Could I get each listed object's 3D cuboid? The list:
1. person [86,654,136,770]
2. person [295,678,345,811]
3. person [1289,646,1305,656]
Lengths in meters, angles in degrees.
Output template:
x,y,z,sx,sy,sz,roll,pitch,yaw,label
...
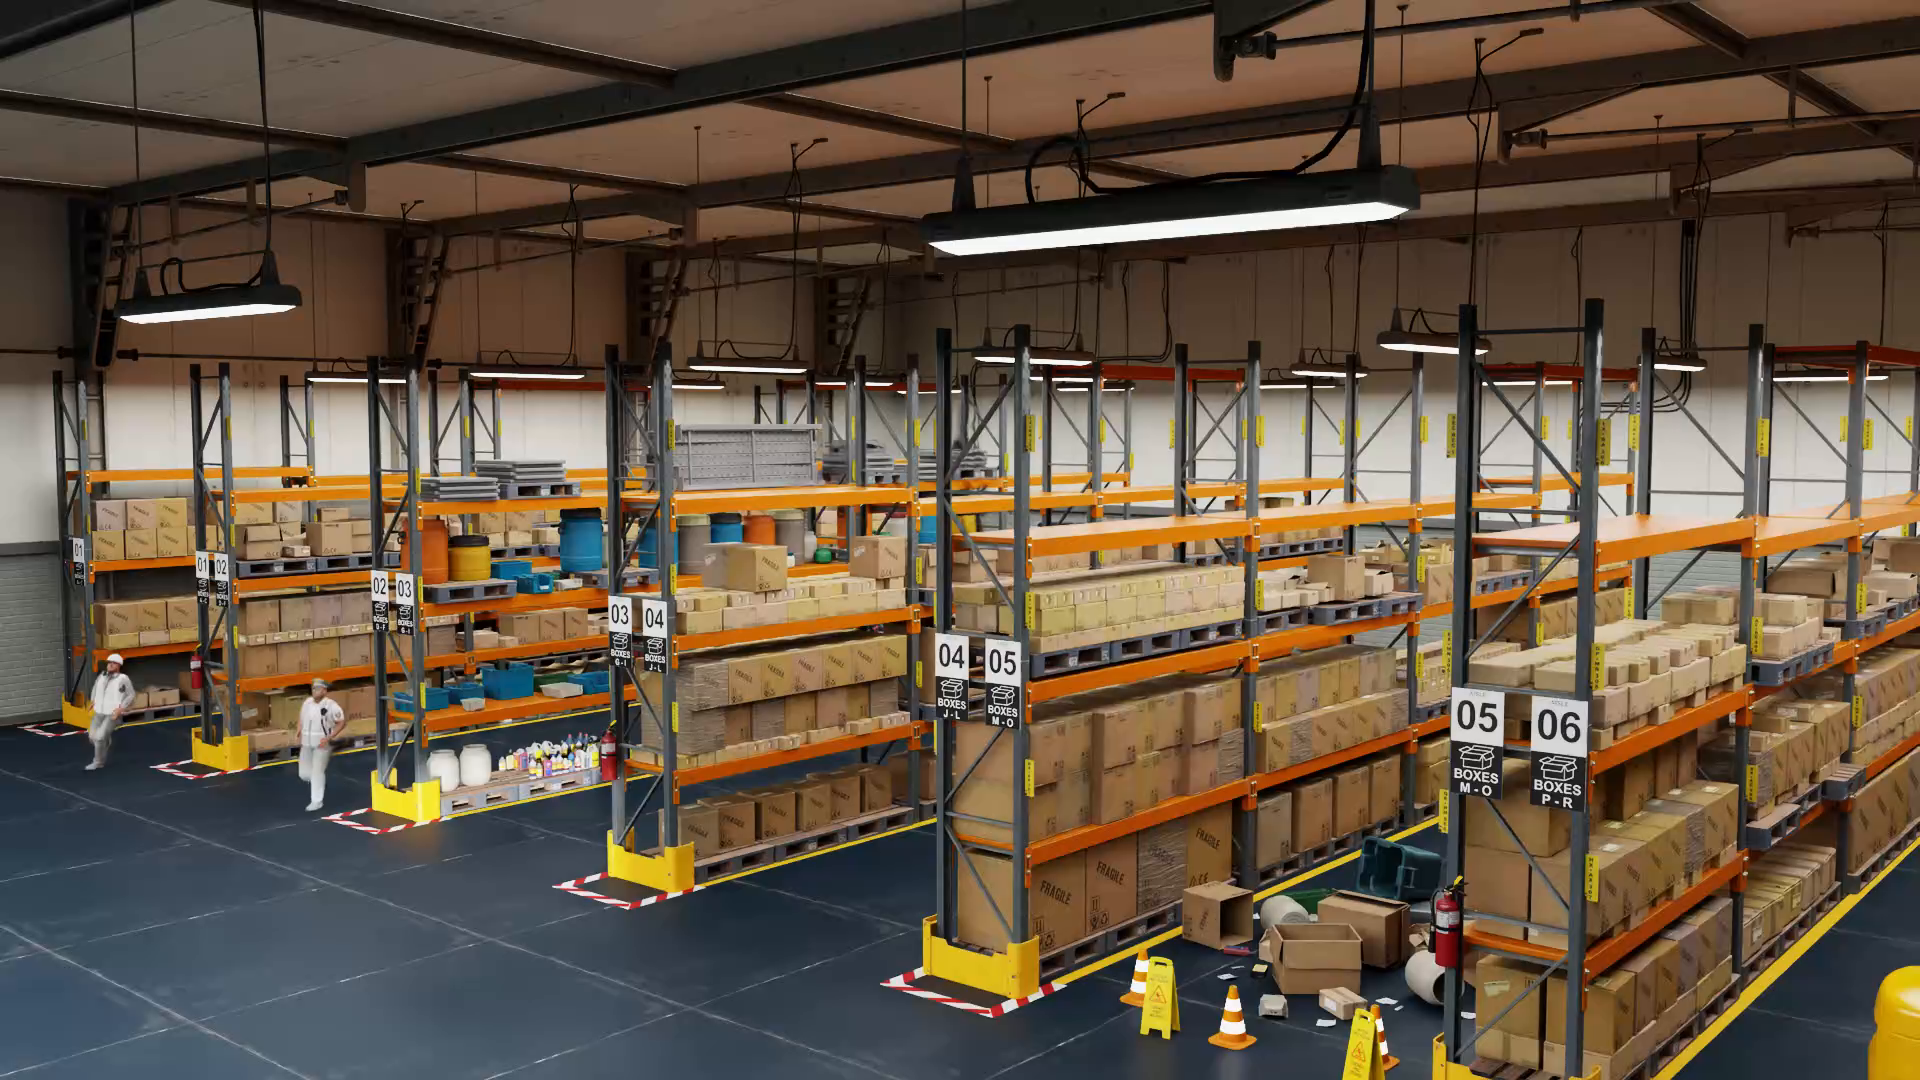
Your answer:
x,y,z,sx,sy,sz,roll,pitch,yaw,label
-12.596,2.536,24.681,0.691,1.700,0.565,0,4,5,person
-8.549,2.712,22.262,0.672,1.773,0.612,1,4,11,person
5.234,2.474,25.992,0.616,1.660,0.554,3,5,33,person
